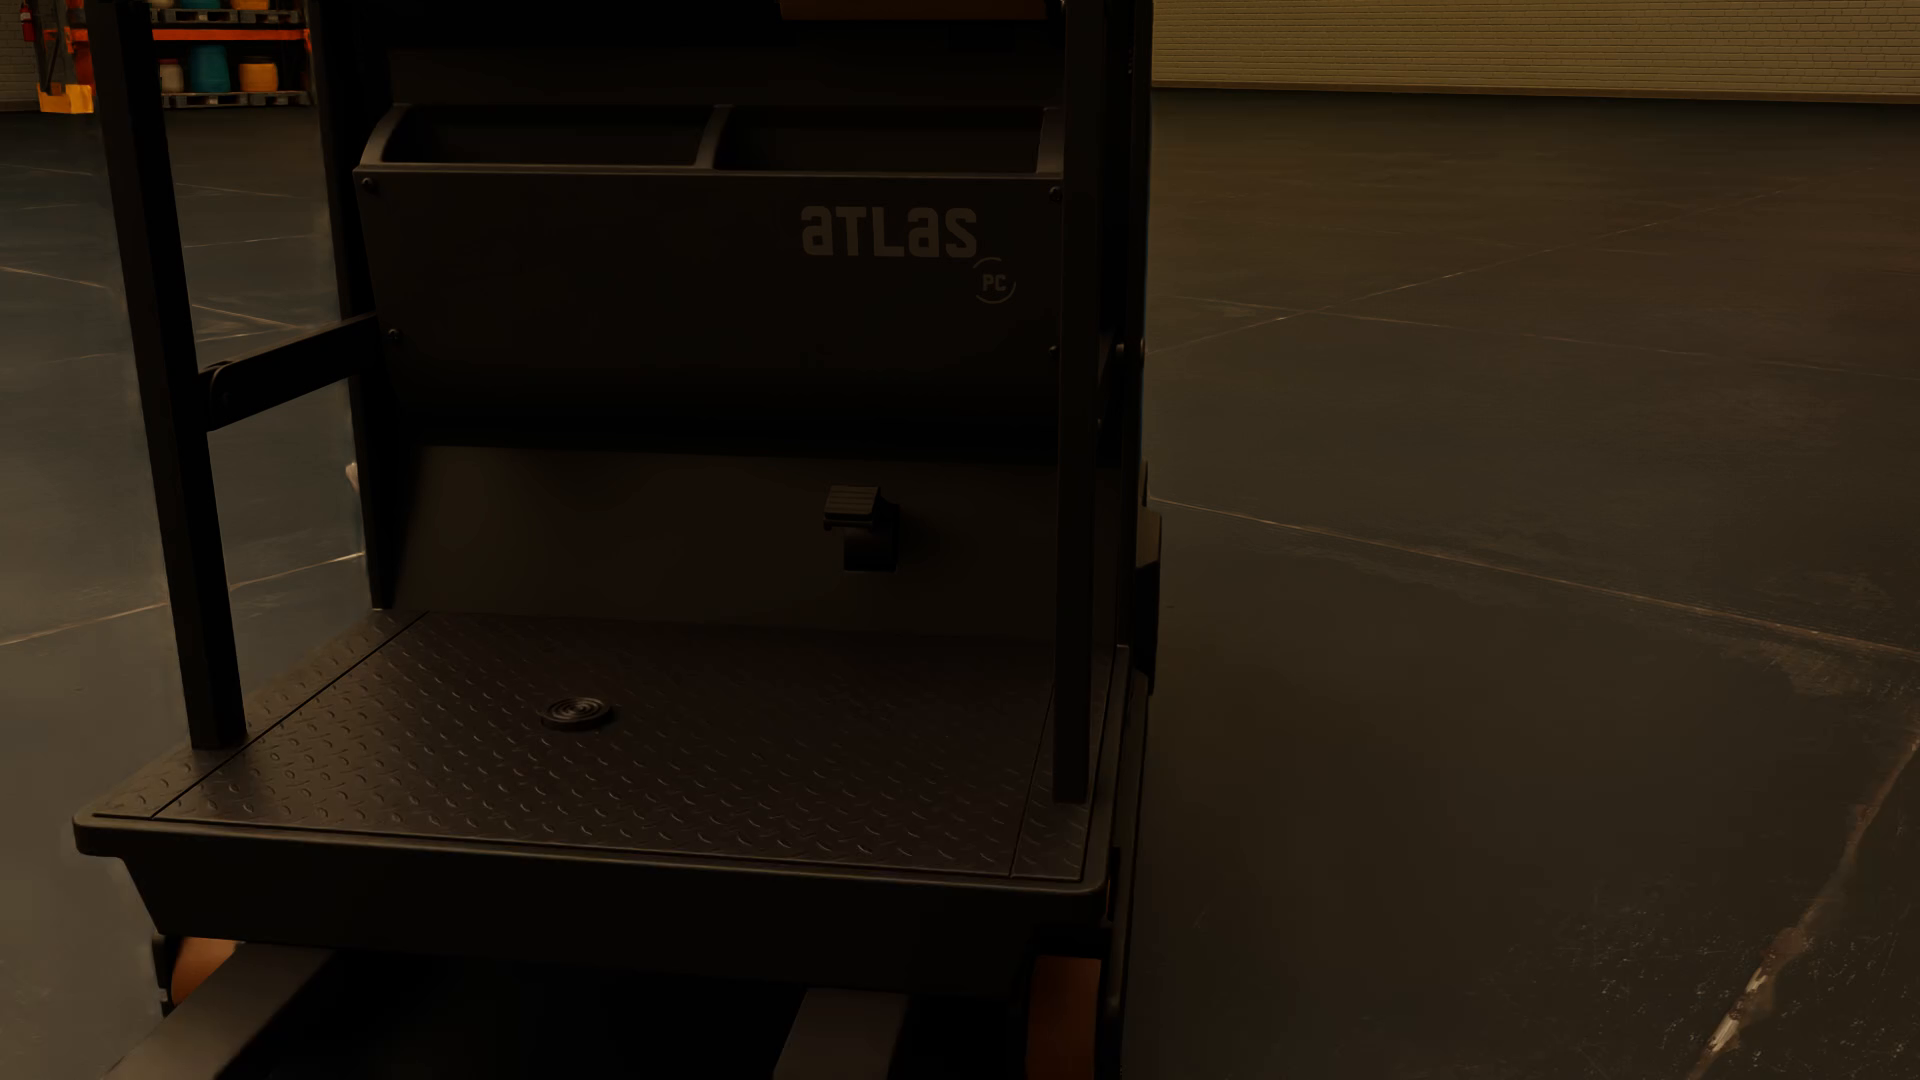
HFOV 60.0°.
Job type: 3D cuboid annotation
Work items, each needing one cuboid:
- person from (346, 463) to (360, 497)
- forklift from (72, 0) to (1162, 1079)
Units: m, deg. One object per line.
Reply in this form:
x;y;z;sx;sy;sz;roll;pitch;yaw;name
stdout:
-0.547;-0.543;3.375;1.323;1.416;0.967;16;23;42;person
-0.334;-0.880;1.794;1.130;2.935;3.031;2;17;8;forklift
